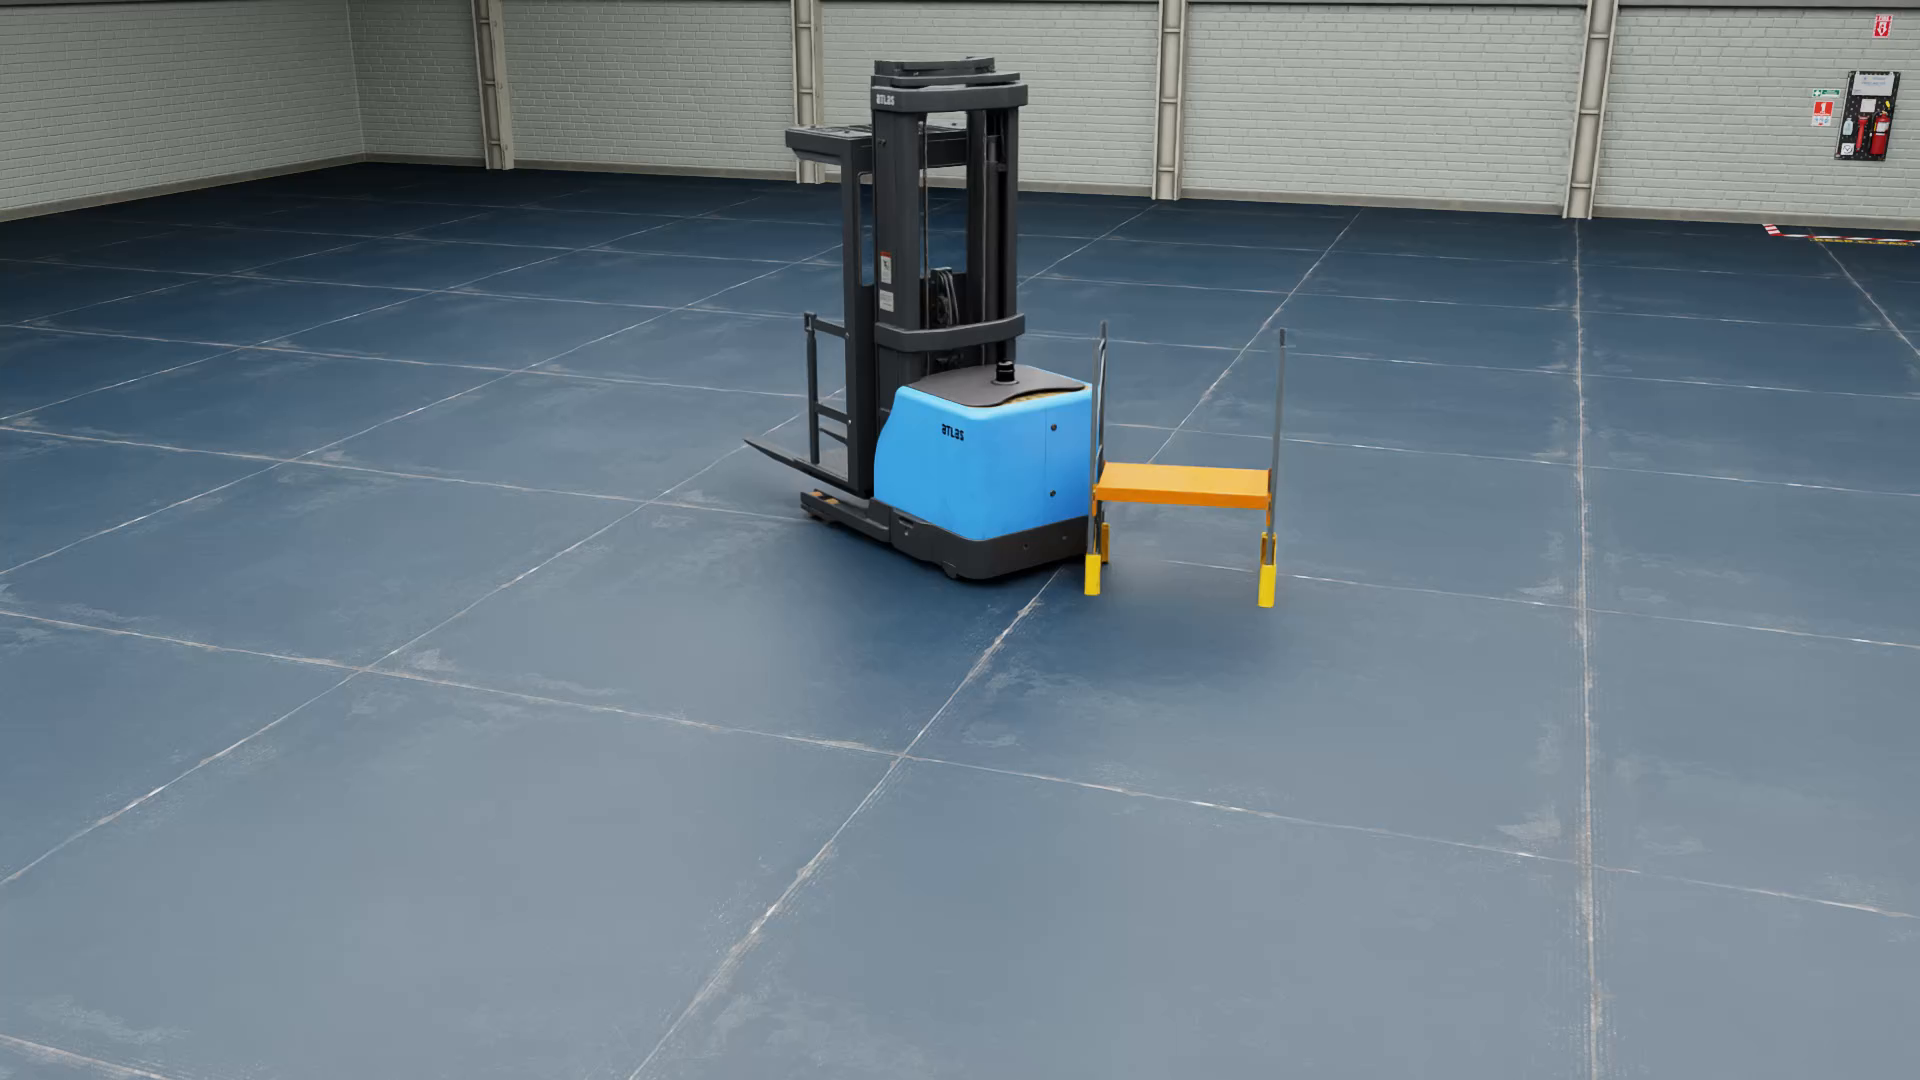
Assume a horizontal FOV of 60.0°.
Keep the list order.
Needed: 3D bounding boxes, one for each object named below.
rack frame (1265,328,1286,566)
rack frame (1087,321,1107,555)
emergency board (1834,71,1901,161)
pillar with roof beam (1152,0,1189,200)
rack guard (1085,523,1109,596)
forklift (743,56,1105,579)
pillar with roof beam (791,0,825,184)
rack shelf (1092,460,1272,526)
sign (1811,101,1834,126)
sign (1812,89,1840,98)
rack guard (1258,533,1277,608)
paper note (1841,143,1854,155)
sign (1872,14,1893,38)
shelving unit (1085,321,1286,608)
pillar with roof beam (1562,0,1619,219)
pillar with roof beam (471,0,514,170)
[{"bbox_3d":[1.796,-0.420,9.502,0.032,1.500,0.500,3,20,10],"label":"rack frame"},{"bbox_3d":[0.796,-0.480,9.674,0.032,1.500,0.500,3,20,10],"label":"rack frame"},{"bbox_3d":[12.209,-5.688,22.337,0.643,1.169,0.194,7,20,18],"label":"emergency board"},{"bbox_3d":[1.782,-8.200,20.428,0.400,9.000,9.100,7,20,18],"label":"pillar with roof beam"},{"bbox_3d":[0.815,0.111,9.877,0.087,0.250,0.587,3,20,10],"label":"rack guard"},{"bbox_3d":[-0.397,-1.575,10.640,1.130,2.935,3.031,-14,23,-34],"label":"forklift"},{"bbox_3d":[-3.885,-8.848,22.288,0.400,9.000,9.100,7,20,18],"label":"pillar with roof beam"},{"bbox_3d":[1.296,-0.280,9.647,1.000,0.185,0.538,3,20,10],"label":"rack shelf"},{"bbox_3d":[11.720,-5.797,22.594,0.234,0.329,0.001,7,20,18],"label":"sign"},{"bbox_3d":[11.722,-6.044,22.498,0.331,0.109,0.001,7,20,18],"label":"sign"},{"bbox_3d":[1.795,0.170,9.708,0.087,0.250,0.587,3,20,10],"label":"rack guard"},{"bbox_3d":[12.064,-5.313,22.598,0.142,0.148,0.016,7,20,18],"label":"paper note"},{"bbox_3d":[12.234,-6.815,22.047,0.199,0.298,0.001,7,20,18],"label":"sign"},{"bbox_3d":[1.305,-0.449,9.586,1.083,1.500,0.587,3,20,10],"label":"shelving unit"},{"bbox_3d":[7.450,-7.552,18.569,0.400,9.000,9.100,7,20,18],"label":"pillar with roof beam"},{"bbox_3d":[-9.553,-9.496,24.147,0.400,9.000,9.100,7,20,18],"label":"pillar with roof beam"}]
